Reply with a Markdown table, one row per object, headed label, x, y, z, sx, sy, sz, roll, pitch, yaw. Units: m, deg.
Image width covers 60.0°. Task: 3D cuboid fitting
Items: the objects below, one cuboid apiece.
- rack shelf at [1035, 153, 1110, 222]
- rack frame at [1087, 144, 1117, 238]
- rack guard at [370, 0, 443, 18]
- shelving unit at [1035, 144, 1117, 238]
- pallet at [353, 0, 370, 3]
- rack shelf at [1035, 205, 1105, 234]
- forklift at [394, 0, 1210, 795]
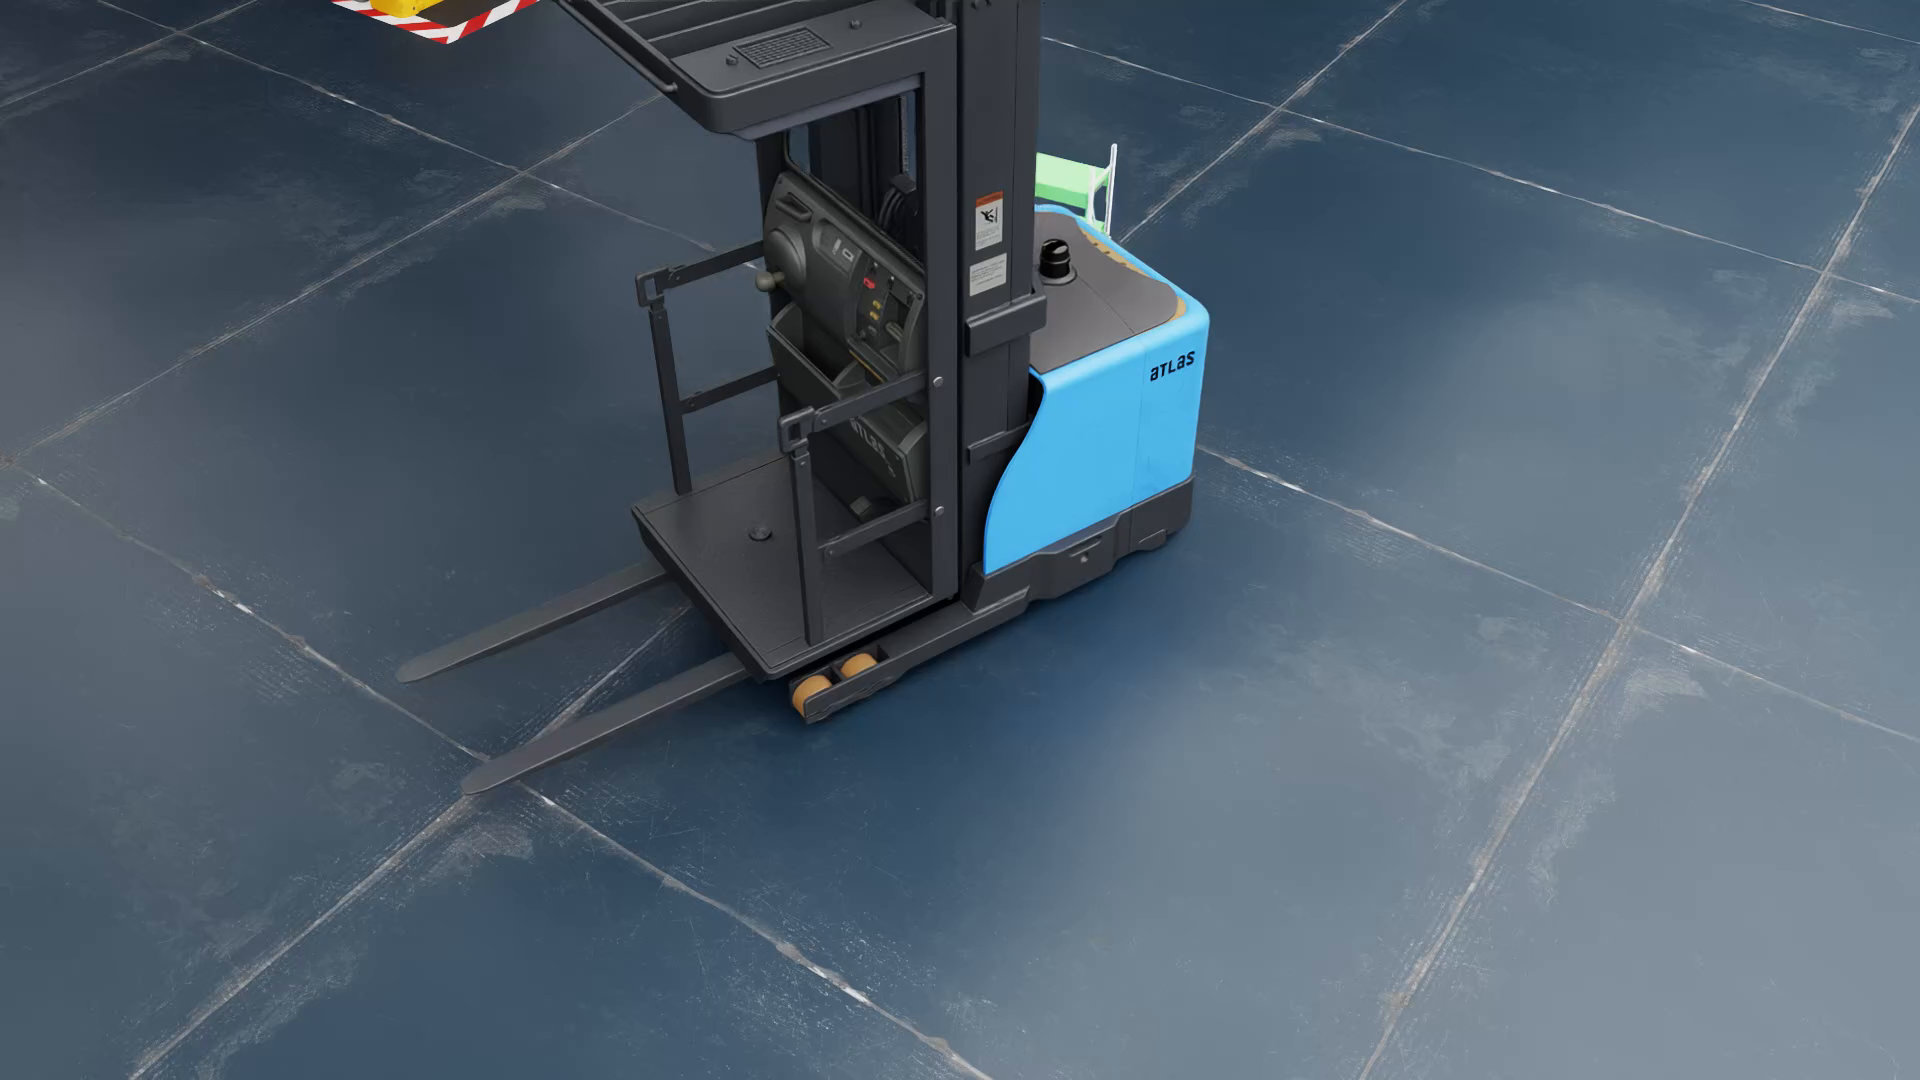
| label | x | y | z | sx | sy | sz | roll | pitch | yaw |
| --- | --- | --- | --- | --- | --- | --- | --- | --- | --- |
| rack shelf | 0.355 | -1.471 | 6.862 | 0.480 | 0.148 | 0.258 | 19 | 42 | 20 |
| rack frame | 0.564 | -1.076 | 7.044 | 0.015 | 1.200 | 0.240 | 19 | 42 | 20 |
| rack guard | -3.279 | -3.818 | 10.642 | 0.348 | 0.500 | 1.175 | 25 | 48 | 25 |
| shelving unit | 0.346 | -1.150 | 7.126 | 0.503 | 1.200 | 0.258 | 19 | 42 | 20 |
| pallet | -3.999 | -3.983 | 11.043 | 1.213 | 0.211 | 1.003 | 25 | 48 | 25 |
| rack shelf | 0.350 | -1.285 | 7.014 | 0.480 | 0.148 | 0.258 | 19 | 42 | 20 |
| forklift | -0.569 | -0.841 | 5.492 | 3.031 | 2.935 | 1.130 | -25 | 47 | -25 |
